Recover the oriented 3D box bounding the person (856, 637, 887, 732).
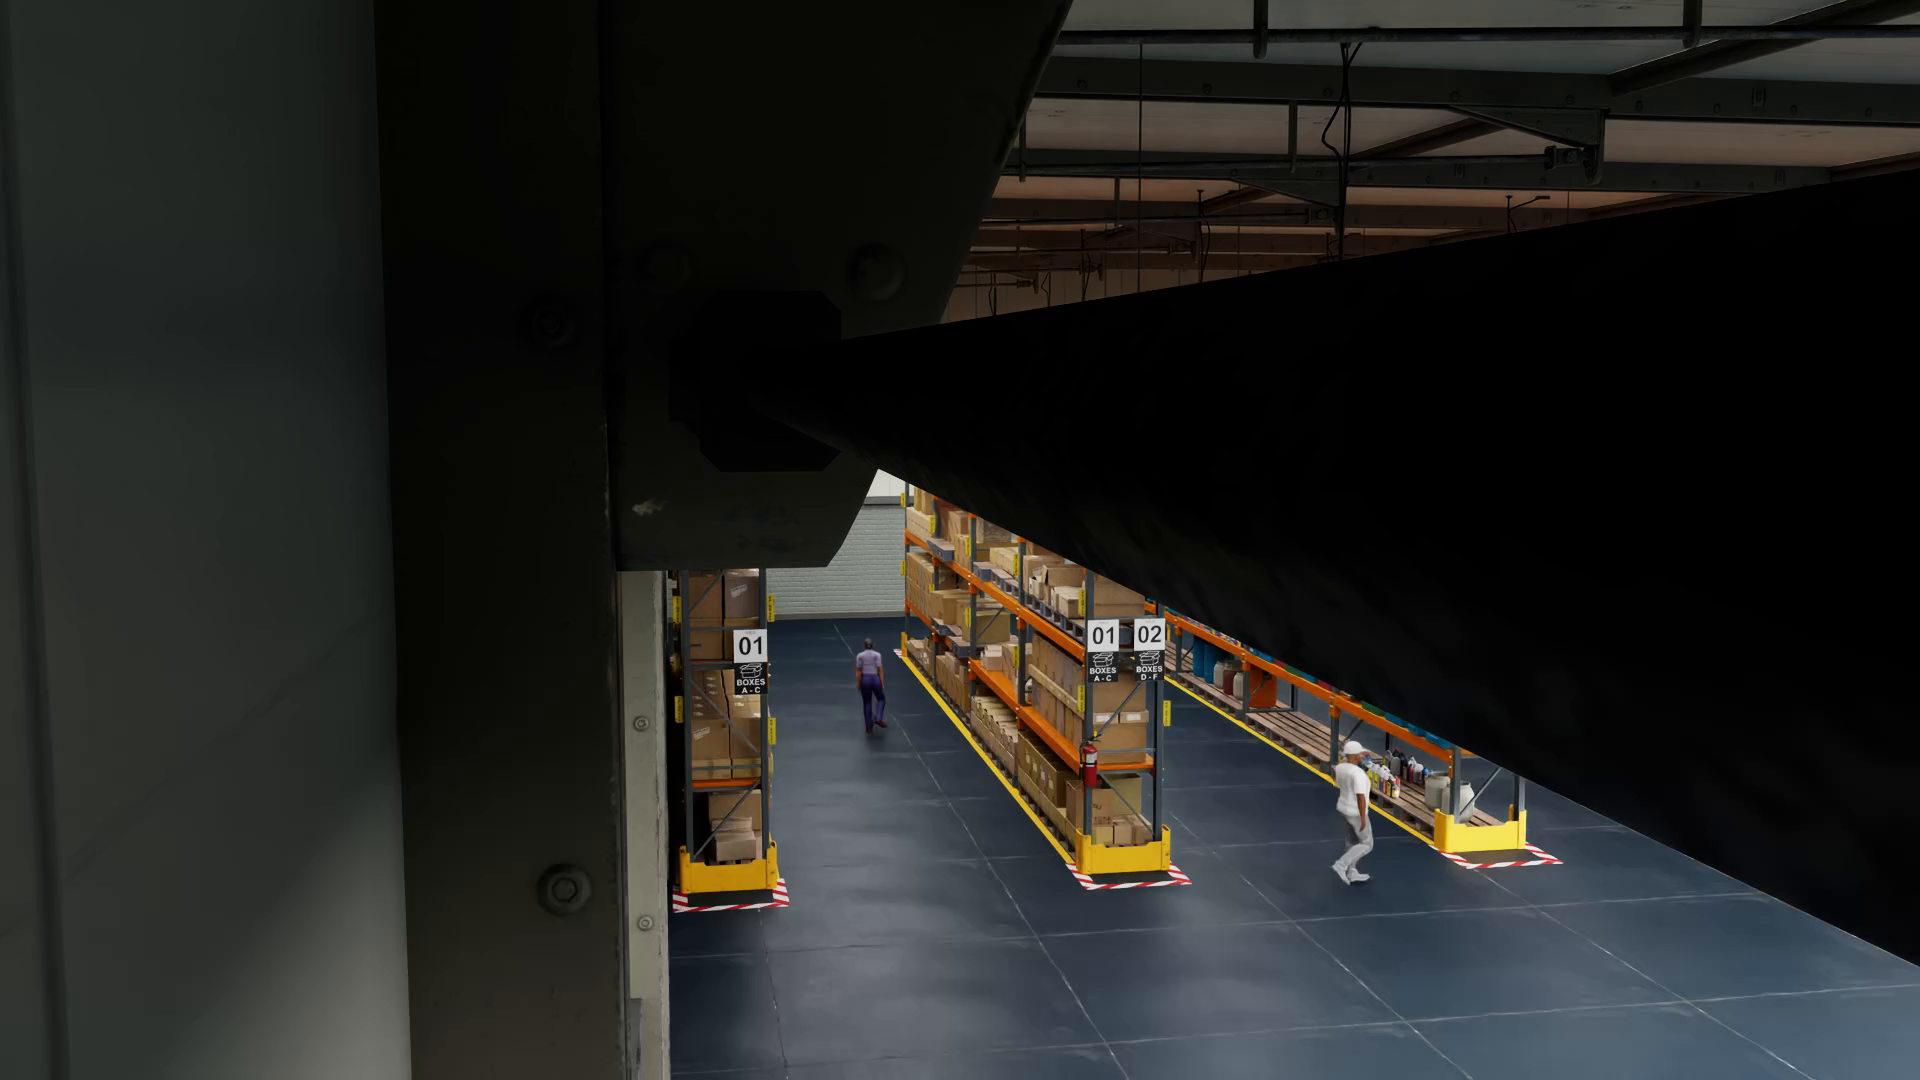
[{"bbox_3d":[-1.540,2.519,28.939,0.545,1.625,0.462,0,6,1],"label":"person"}]

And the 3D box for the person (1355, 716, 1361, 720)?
[{"bbox_3d":[7.257,2.410,29.891,0.498,1.667,0.531,0,6,-1],"label":"person"}]

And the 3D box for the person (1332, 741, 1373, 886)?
[{"bbox_3d":[4.775,3.336,20.332,0.607,1.758,0.588,-2,6,-18],"label":"person"}]
